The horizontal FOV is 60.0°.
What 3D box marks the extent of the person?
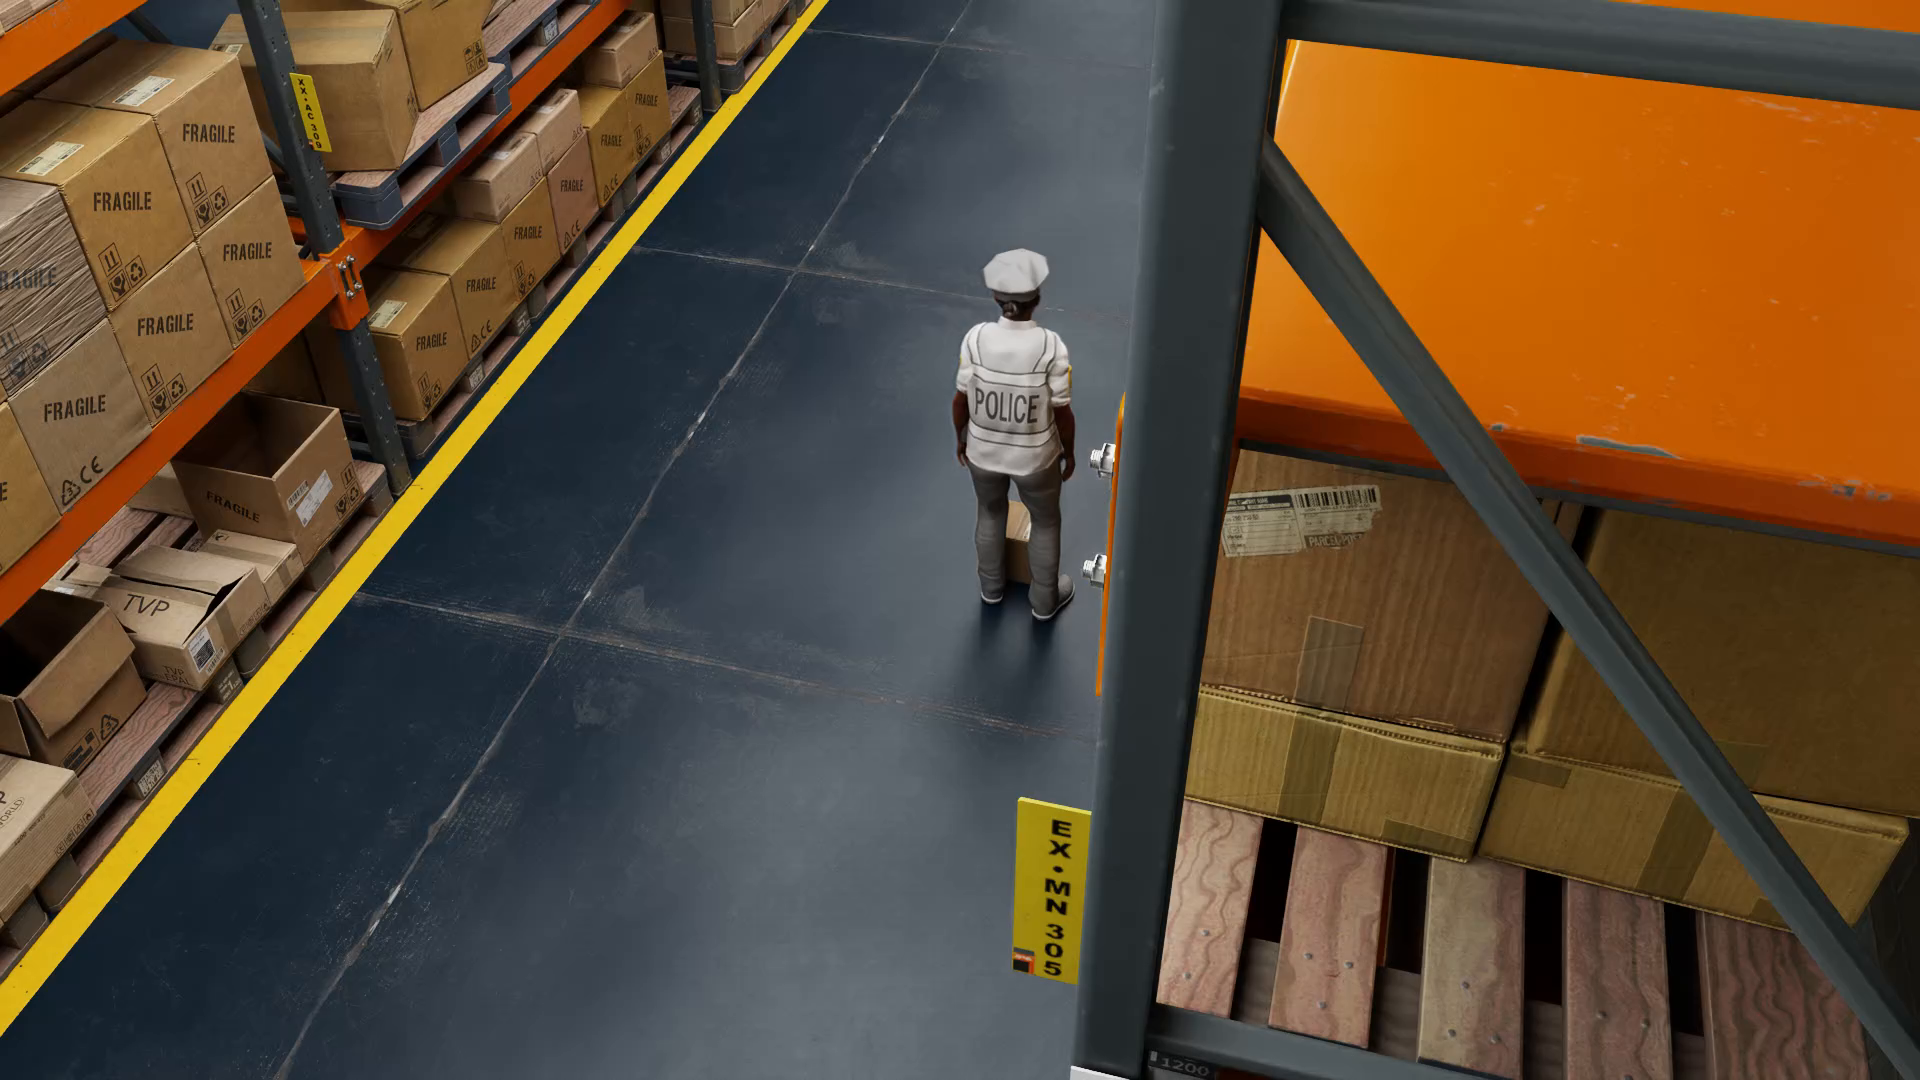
[{"bbox_3d":[0.234,-0.376,6.755,0.514,1.657,0.405,10,42,11],"label":"person"}]
